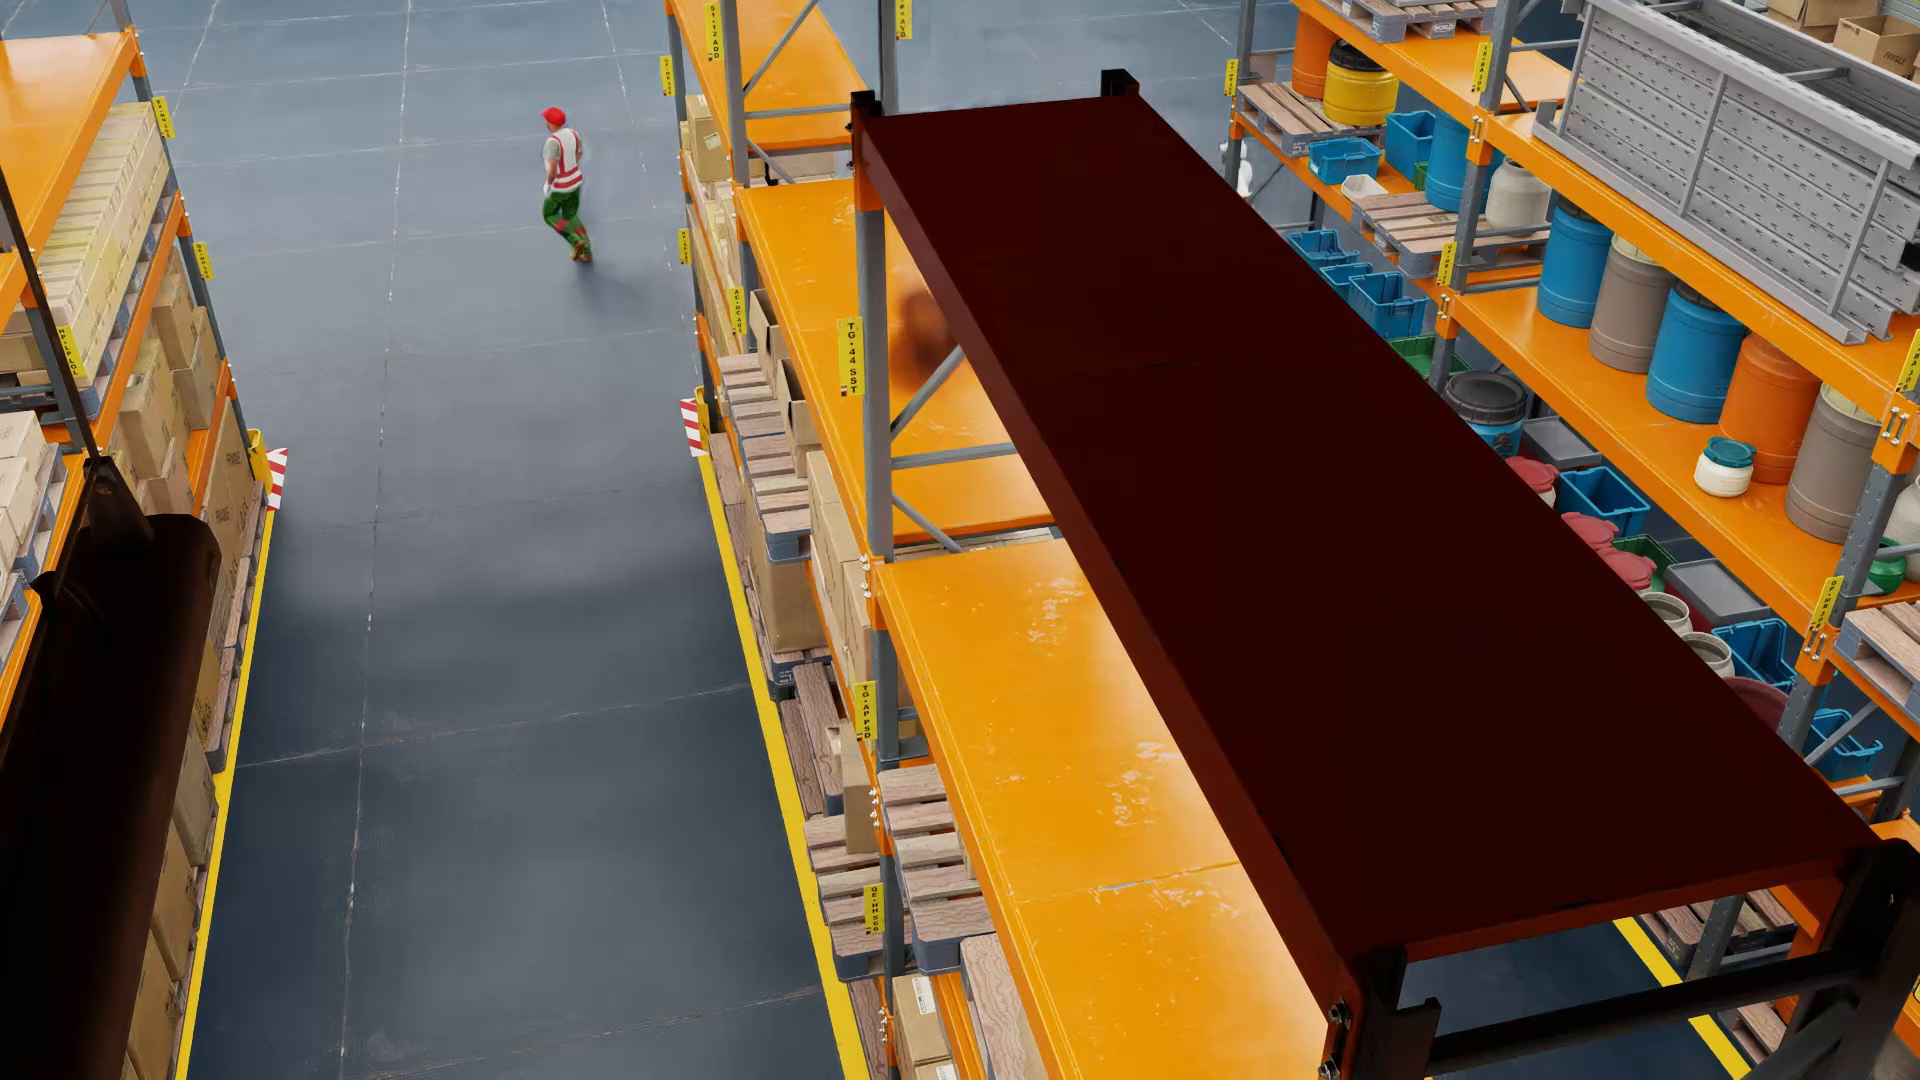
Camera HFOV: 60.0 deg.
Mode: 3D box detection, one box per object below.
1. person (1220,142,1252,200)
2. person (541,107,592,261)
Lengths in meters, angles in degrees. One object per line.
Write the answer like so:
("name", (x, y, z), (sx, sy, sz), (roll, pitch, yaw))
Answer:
("person", (2.843, -3.304, 17.349), (0.843, 1.809, 0.707), (17, 38, 24))
("person", (-4.387, -3.895, 18.220), (0.602, 1.743, 0.700), (16, 38, 22))
